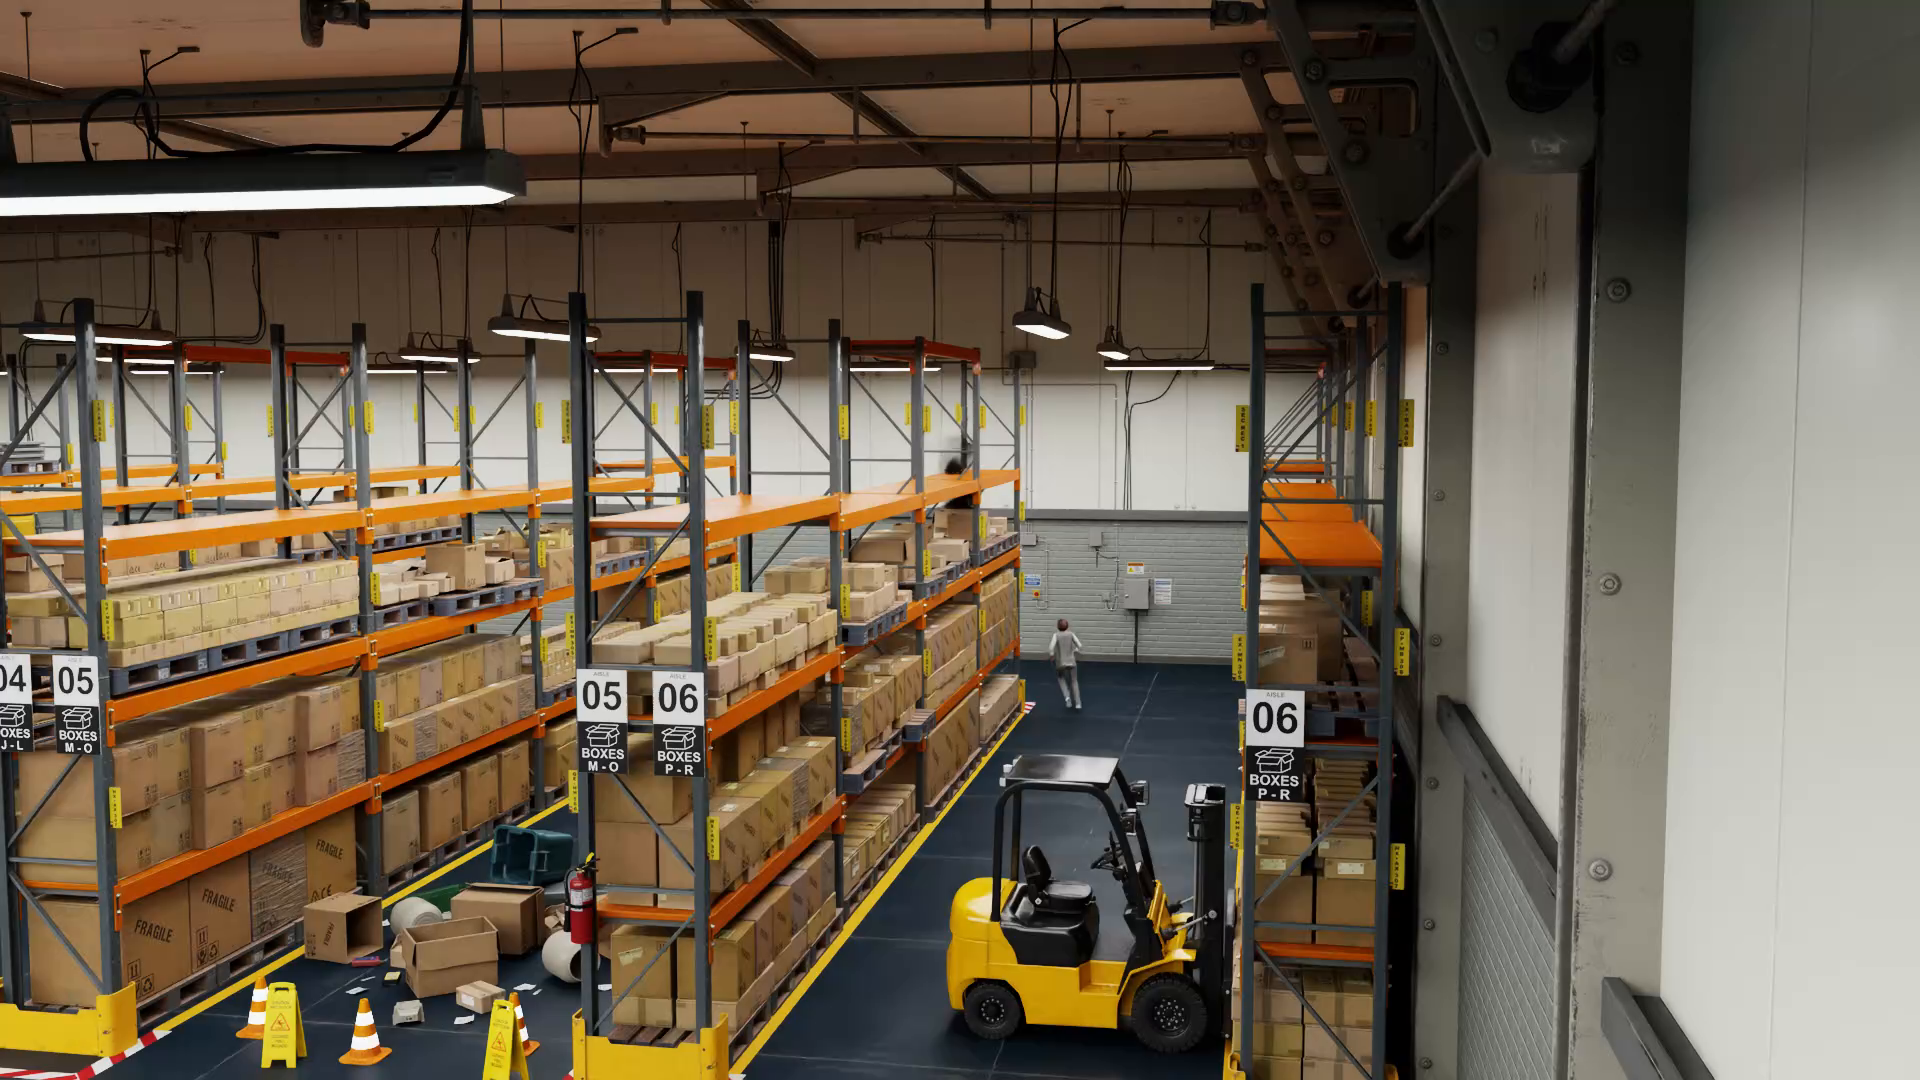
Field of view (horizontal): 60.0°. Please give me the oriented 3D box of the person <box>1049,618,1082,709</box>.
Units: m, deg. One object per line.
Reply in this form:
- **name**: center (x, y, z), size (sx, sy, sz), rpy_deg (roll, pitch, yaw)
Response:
- **person**: center (1.777, 2.108, 28.323), size (0.601, 1.563, 0.590), rpy_deg (-1, 5, -7)
